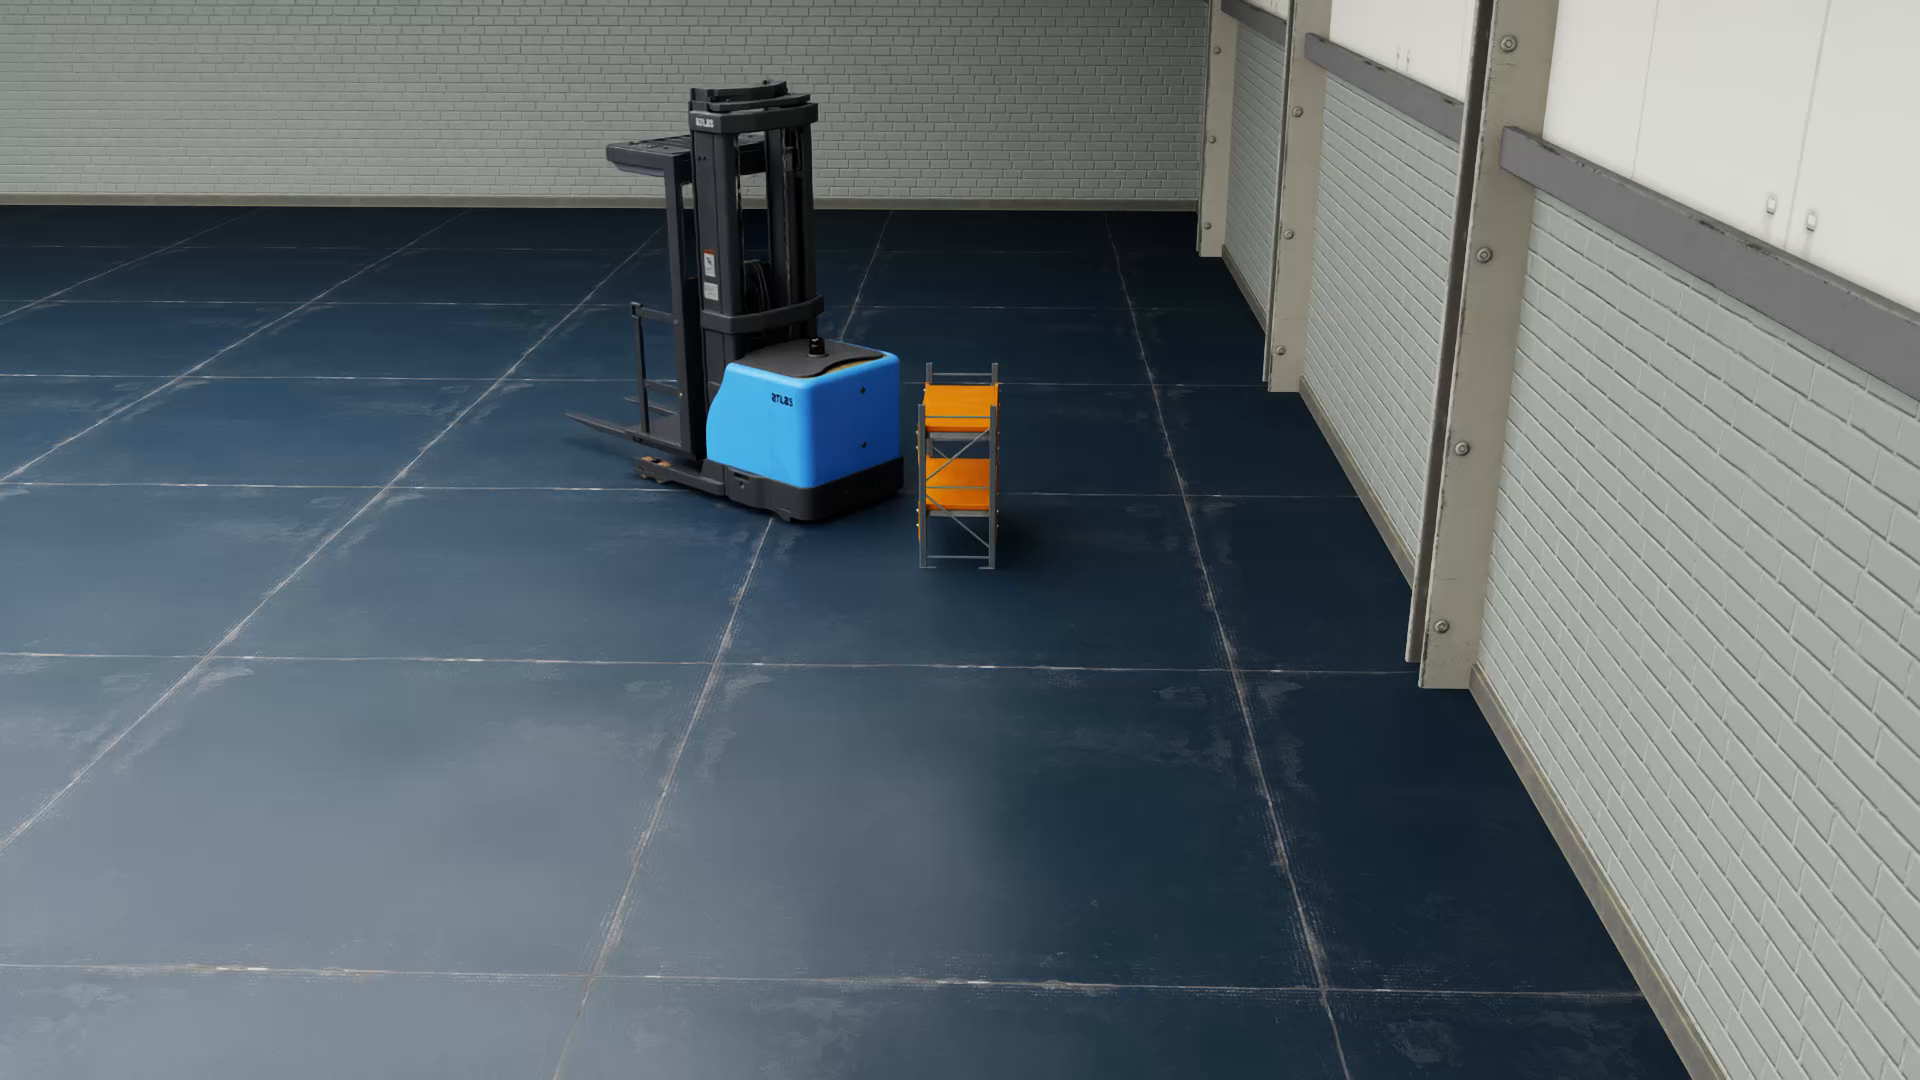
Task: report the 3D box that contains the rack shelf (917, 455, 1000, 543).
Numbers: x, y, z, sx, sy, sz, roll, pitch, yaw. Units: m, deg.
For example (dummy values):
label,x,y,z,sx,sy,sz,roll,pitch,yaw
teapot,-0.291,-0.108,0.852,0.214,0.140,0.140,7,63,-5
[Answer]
label,x,y,z,sx,sy,sz,roll,pitch,yaw
rack shelf,0.000,-0.294,11.408,0.538,0.278,1.000,1,21,2

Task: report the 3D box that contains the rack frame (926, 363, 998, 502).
label,x,y,z,sx,sy,sz,roll,pitch,yaw
rack frame,0.015,-0.706,11.793,0.500,1.125,0.032,1,21,2

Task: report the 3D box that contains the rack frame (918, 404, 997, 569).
label,x,y,z,sx,sy,sz,roll,pitch,yaw
rack frame,-0.016,-0.338,10.845,0.500,1.125,0.032,1,21,2

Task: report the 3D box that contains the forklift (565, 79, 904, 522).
label,x,y,z,sx,sy,sz,roll,pitch,yaw
forklift,-1.865,-1.921,12.428,3.031,2.935,1.130,17,27,38

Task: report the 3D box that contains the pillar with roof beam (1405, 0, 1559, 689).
label,x,y,z,sx,sy,sz,roll,pitch,yaw
pillar with roof beam,-1.547,-3.478,8.052,9.100,9.000,0.400,1,21,2

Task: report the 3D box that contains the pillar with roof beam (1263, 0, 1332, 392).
label,x,y,z,sx,sy,sz,roll,pitch,yaw
pillar with roof beam,-1.365,-5.647,13.643,9.100,9.000,0.400,1,21,2

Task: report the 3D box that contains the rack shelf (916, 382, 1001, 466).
label,x,y,z,sx,sy,sz,roll,pitch,yaw
rack shelf,0.000,-0.795,11.213,0.538,0.278,1.000,1,21,2

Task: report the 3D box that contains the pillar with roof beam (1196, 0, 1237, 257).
label,x,y,z,sx,sy,sz,roll,pitch,yaw
pillar with roof beam,-1.182,-7.817,19.234,9.100,9.000,0.400,1,21,2

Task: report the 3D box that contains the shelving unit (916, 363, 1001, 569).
label,x,y,z,sx,sy,sz,roll,pitch,yaw
shelving unit,0.000,-0.522,11.319,0.538,1.125,1.048,1,21,2
